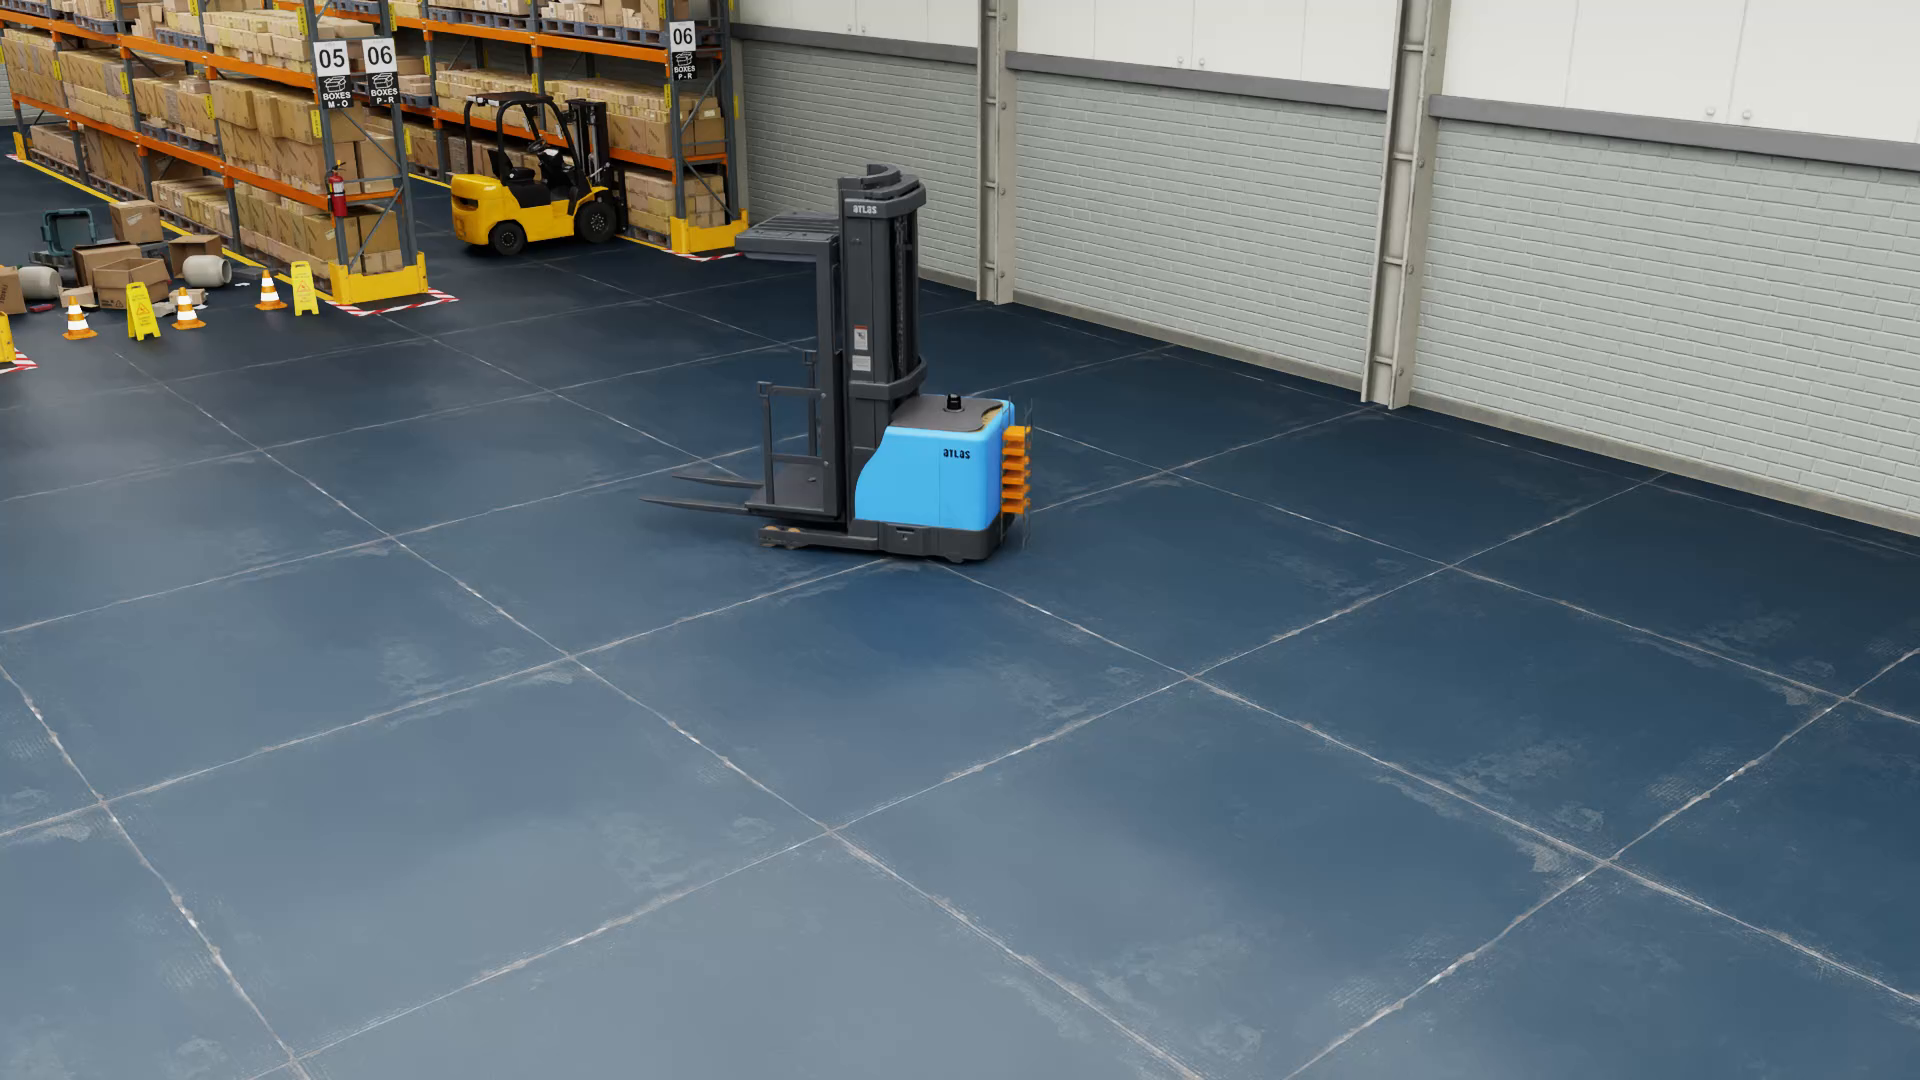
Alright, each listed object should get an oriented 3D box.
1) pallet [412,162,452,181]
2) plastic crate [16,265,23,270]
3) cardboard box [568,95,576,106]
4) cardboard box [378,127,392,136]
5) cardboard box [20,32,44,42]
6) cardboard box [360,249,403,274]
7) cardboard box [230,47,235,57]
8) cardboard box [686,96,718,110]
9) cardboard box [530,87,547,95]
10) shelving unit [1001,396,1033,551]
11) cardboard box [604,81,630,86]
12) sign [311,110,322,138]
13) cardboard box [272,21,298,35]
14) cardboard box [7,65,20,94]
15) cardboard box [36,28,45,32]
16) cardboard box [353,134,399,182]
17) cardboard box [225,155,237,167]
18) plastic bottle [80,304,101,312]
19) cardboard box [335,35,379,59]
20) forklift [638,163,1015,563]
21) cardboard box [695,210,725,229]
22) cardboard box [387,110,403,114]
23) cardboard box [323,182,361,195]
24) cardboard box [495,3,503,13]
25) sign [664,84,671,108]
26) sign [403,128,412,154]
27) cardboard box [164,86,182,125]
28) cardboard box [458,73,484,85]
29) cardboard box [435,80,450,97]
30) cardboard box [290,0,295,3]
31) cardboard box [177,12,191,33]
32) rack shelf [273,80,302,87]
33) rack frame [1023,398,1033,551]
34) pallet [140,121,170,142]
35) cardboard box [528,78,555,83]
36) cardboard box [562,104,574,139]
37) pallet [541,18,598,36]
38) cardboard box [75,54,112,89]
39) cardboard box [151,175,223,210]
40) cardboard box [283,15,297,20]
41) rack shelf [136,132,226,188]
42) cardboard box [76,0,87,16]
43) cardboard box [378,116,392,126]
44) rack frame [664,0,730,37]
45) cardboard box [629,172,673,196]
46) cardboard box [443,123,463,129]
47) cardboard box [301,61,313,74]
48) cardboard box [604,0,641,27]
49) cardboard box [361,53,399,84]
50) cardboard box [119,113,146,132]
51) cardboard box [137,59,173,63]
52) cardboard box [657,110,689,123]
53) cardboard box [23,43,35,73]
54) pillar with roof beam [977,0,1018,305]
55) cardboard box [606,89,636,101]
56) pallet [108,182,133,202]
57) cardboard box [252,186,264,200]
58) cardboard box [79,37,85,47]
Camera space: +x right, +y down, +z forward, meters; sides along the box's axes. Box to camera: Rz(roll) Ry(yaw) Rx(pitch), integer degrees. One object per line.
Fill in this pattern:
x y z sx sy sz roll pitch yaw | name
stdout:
-9.370 -6.847 30.675 1.003 0.211 1.213 -17 27 -37 | pallet
-12.636 -3.417 21.872 0.450 0.188 0.662 -13 23 -6 | plastic crate
-5.825 -6.800 25.706 0.380 0.149 0.250 -17 27 -36 | cardboard box
-10.699 -7.596 31.615 0.500 0.500 0.500 -18 28 -39 | cardboard box
-17.033 -9.245 30.579 0.380 0.149 0.250 -17 27 -37 | cardboard box
-7.764 -3.741 22.116 0.500 0.250 0.500 -18 28 -38 | cardboard box
-9.666 -6.649 22.579 0.380 0.149 0.250 -17 27 -37 | cardboard box
-3.746 -6.350 24.150 0.380 0.149 0.250 -18 28 -38 | cardboard box
-6.691 -7.215 26.765 0.380 0.149 0.250 -16 27 -36 | cardboard box
0.449 -0.522 13.171 0.189 1.200 0.258 6 22 15 | shelving unit
-5.337 -7.092 26.044 0.380 0.149 0.250 -18 28 -38 | cardboard box
-7.881 -5.096 20.362 0.100 0.325 0.005 -17 27 -37 | sign
-8.492 -6.509 21.128 0.380 0.149 0.250 -17 27 -37 | cardboard box
-17.795 -8.803 31.709 0.500 0.500 0.500 -18 27 -38 | cardboard box
-17.321 -9.656 31.626 0.380 0.149 0.250 -17 27 -36 | cardboard box
-7.546 -4.919 21.384 0.500 0.500 0.500 -18 28 -38 | cardboard box
-10.095 -5.362 23.404 0.380 0.149 0.250 -18 27 -38 | cardboard box
-10.918 -2.912 20.835 0.283 0.061 0.133 12 24 27 | plastic bottle
-7.573 -6.204 20.897 0.500 0.250 0.500 -18 28 -38 | cardboard box
-1.121 -1.468 13.213 3.031 2.935 1.130 6 22 15 | forklift
-3.862 -4.817 24.864 0.500 0.250 0.500 -17 27 -37 | cardboard box
-11.063 -8.335 32.615 0.380 0.149 0.250 -19 28 -39 | cardboard box
-7.853 -4.472 21.134 0.380 0.149 0.250 -16 27 -36 | cardboard box
-7.248 -8.578 26.790 0.380 0.149 0.250 -18 27 -38 | cardboard box
-4.109 -6.243 23.399 0.100 0.325 0.005 -17 27 -37 | sign
-7.036 -5.069 21.126 0.100 0.325 0.005 -17 27 -37 | sign
-11.533 -6.521 24.899 0.500 0.500 0.500 -19 28 -39 | cardboard box
-8.384 -7.913 28.546 0.380 0.149 0.250 -17 27 -37 | cardboard box
-8.825 -7.906 29.076 0.500 0.250 0.500 -17 27 -37 | cardboard box
-13.174 -10.830 33.252 0.380 0.149 0.250 -17 27 -37 | cardboard box
-10.876 -7.432 23.863 0.500 0.250 0.500 -17 27 -37 | cardboard box
-12.828 -9.252 33.980 1.077 0.370 4.000 -17 27 -37 | rack shelf
0.537 -0.513 13.148 0.006 1.200 0.240 6 22 15 | rack frame
-12.123 -6.486 26.194 1.213 0.211 1.003 -17 27 -37 | pallet
-6.990 -7.618 27.793 0.380 0.149 0.250 -17 27 -37 | cardboard box
-5.856 -6.546 25.948 0.500 0.500 0.500 -17 27 -37 | cardboard box
-5.724 -7.950 25.678 1.003 0.211 1.213 -17 27 -37 | pallet
-14.532 -7.901 28.036 0.500 0.500 0.500 -18 28 -39 | cardboard box
-12.308 -5.560 26.595 0.950 0.372 0.625 -20 29 -41 | cardboard box
-8.788 -6.915 22.164 0.380 0.149 0.250 -17 27 -37 | cardboard box
-11.363 -5.859 25.318 1.077 0.370 4.000 -17 27 -37 | rack shelf
-14.039 -8.804 27.022 0.500 0.500 0.500 -17 27 -37 | cardboard box
-10.885 -8.007 31.777 0.380 0.149 0.250 -18 28 -38 | cardboard box
-3.689 -8.513 22.879 1.000 3.000 0.127 -17 27 -37 | rack frame
-4.564 -5.293 24.708 0.500 0.250 0.500 -17 27 -36 | cardboard box
-9.391 -7.611 30.765 0.380 0.149 0.250 -17 27 -37 | cardboard box
-7.892 -5.848 20.534 0.380 0.149 0.250 -17 27 -37 | cardboard box
-4.755 -7.776 24.261 0.700 0.500 0.500 -17 27 -37 | cardboard box
-11.038 -8.947 31.501 0.700 0.500 0.500 -17 27 -37 | cardboard box
-13.196 -6.755 26.823 0.500 0.250 0.500 -19 28 -39 | cardboard box
-13.137 -7.588 27.237 0.500 0.500 0.500 -17 27 -37 | cardboard box
-4.128 -6.097 23.911 0.380 0.149 0.250 -17 27 -37 | cardboard box
-16.783 -8.850 30.458 0.500 0.500 0.500 -17 27 -37 | cardboard box
-2.806 -6.237 17.069 9.100 9.000 0.400 -17 27 -37 | pillar with roof beam
-5.088 -6.678 24.986 0.380 0.149 0.250 -17 27 -37 | cardboard box
-13.919 -6.021 28.568 1.003 0.211 1.213 -17 27 -37 | pallet
-9.504 -4.791 22.879 0.380 0.149 0.250 -16 27 -35 | cardboard box
-15.469 -8.882 29.651 0.380 0.149 0.250 -17 27 -37 | cardboard box
